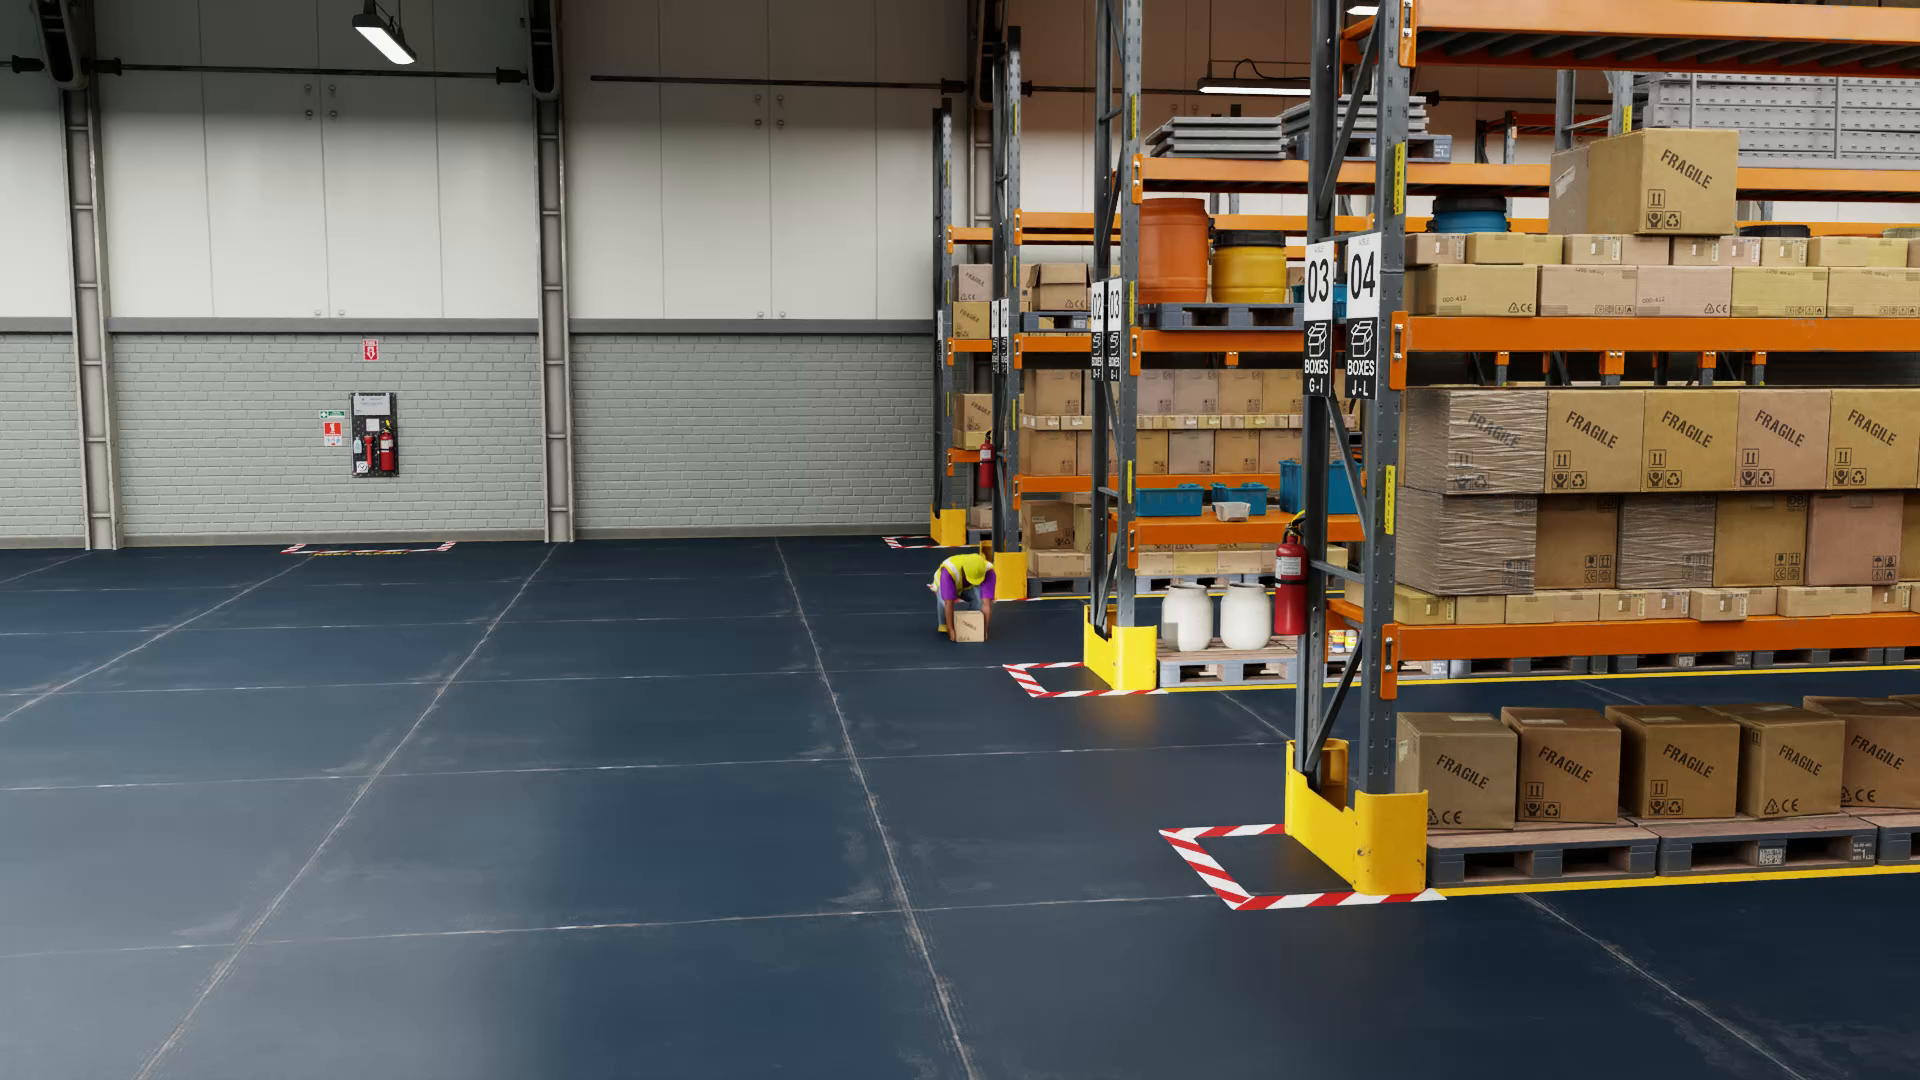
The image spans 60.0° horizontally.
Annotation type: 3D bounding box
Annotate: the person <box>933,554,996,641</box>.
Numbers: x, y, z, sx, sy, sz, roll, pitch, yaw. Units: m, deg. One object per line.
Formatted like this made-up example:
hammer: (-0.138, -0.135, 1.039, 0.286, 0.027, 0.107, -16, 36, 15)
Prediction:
person: (0.049, 0.530, 15.597, 0.546, 0.896, 0.929, -1, 7, -9)
